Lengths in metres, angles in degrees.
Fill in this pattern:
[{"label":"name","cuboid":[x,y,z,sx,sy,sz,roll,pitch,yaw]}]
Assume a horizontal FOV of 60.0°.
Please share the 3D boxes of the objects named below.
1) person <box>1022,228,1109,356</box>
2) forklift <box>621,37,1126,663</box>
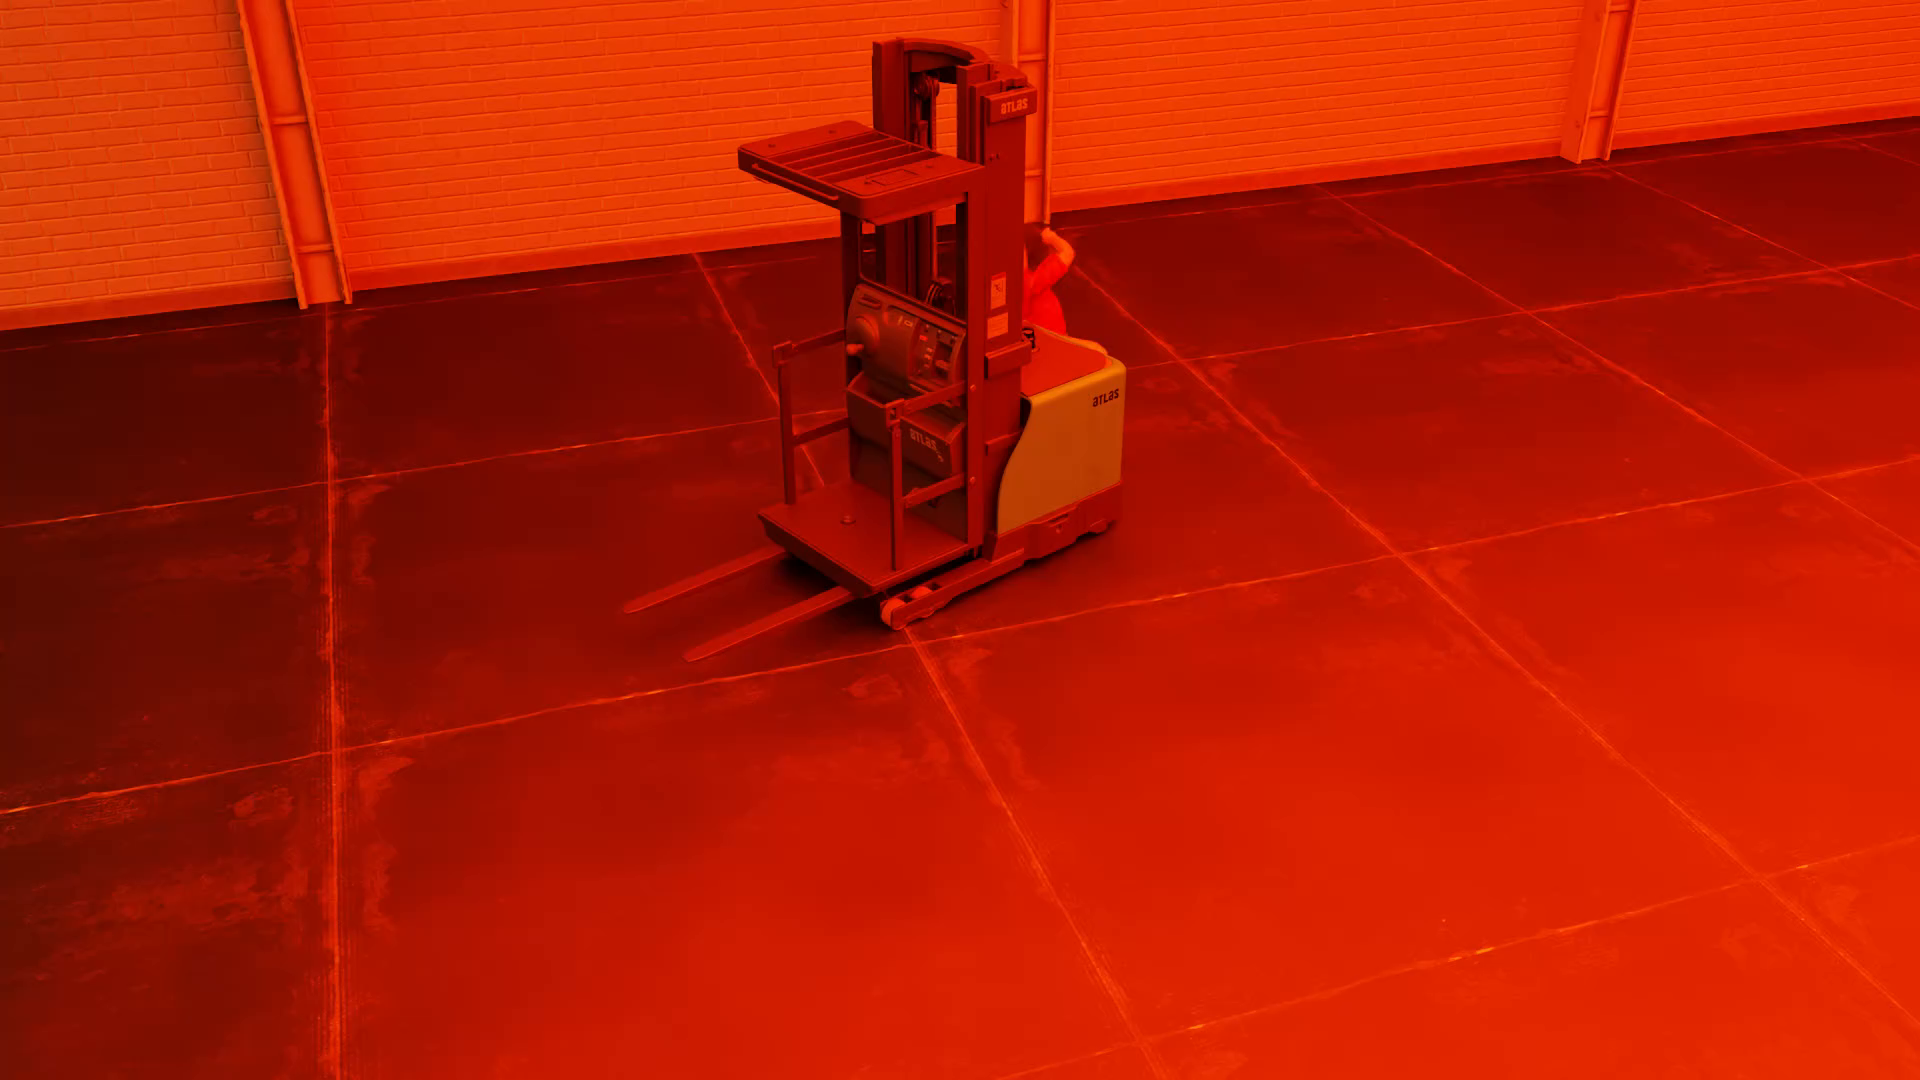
[{"label":"person","cuboid":[0.530,-1.395,11.049,0.920,1.459,1.029,-2,30,-3]},{"label":"forklift","cuboid":[-0.461,-1.072,8.951,3.031,2.935,1.130,-23,37,-34]}]
